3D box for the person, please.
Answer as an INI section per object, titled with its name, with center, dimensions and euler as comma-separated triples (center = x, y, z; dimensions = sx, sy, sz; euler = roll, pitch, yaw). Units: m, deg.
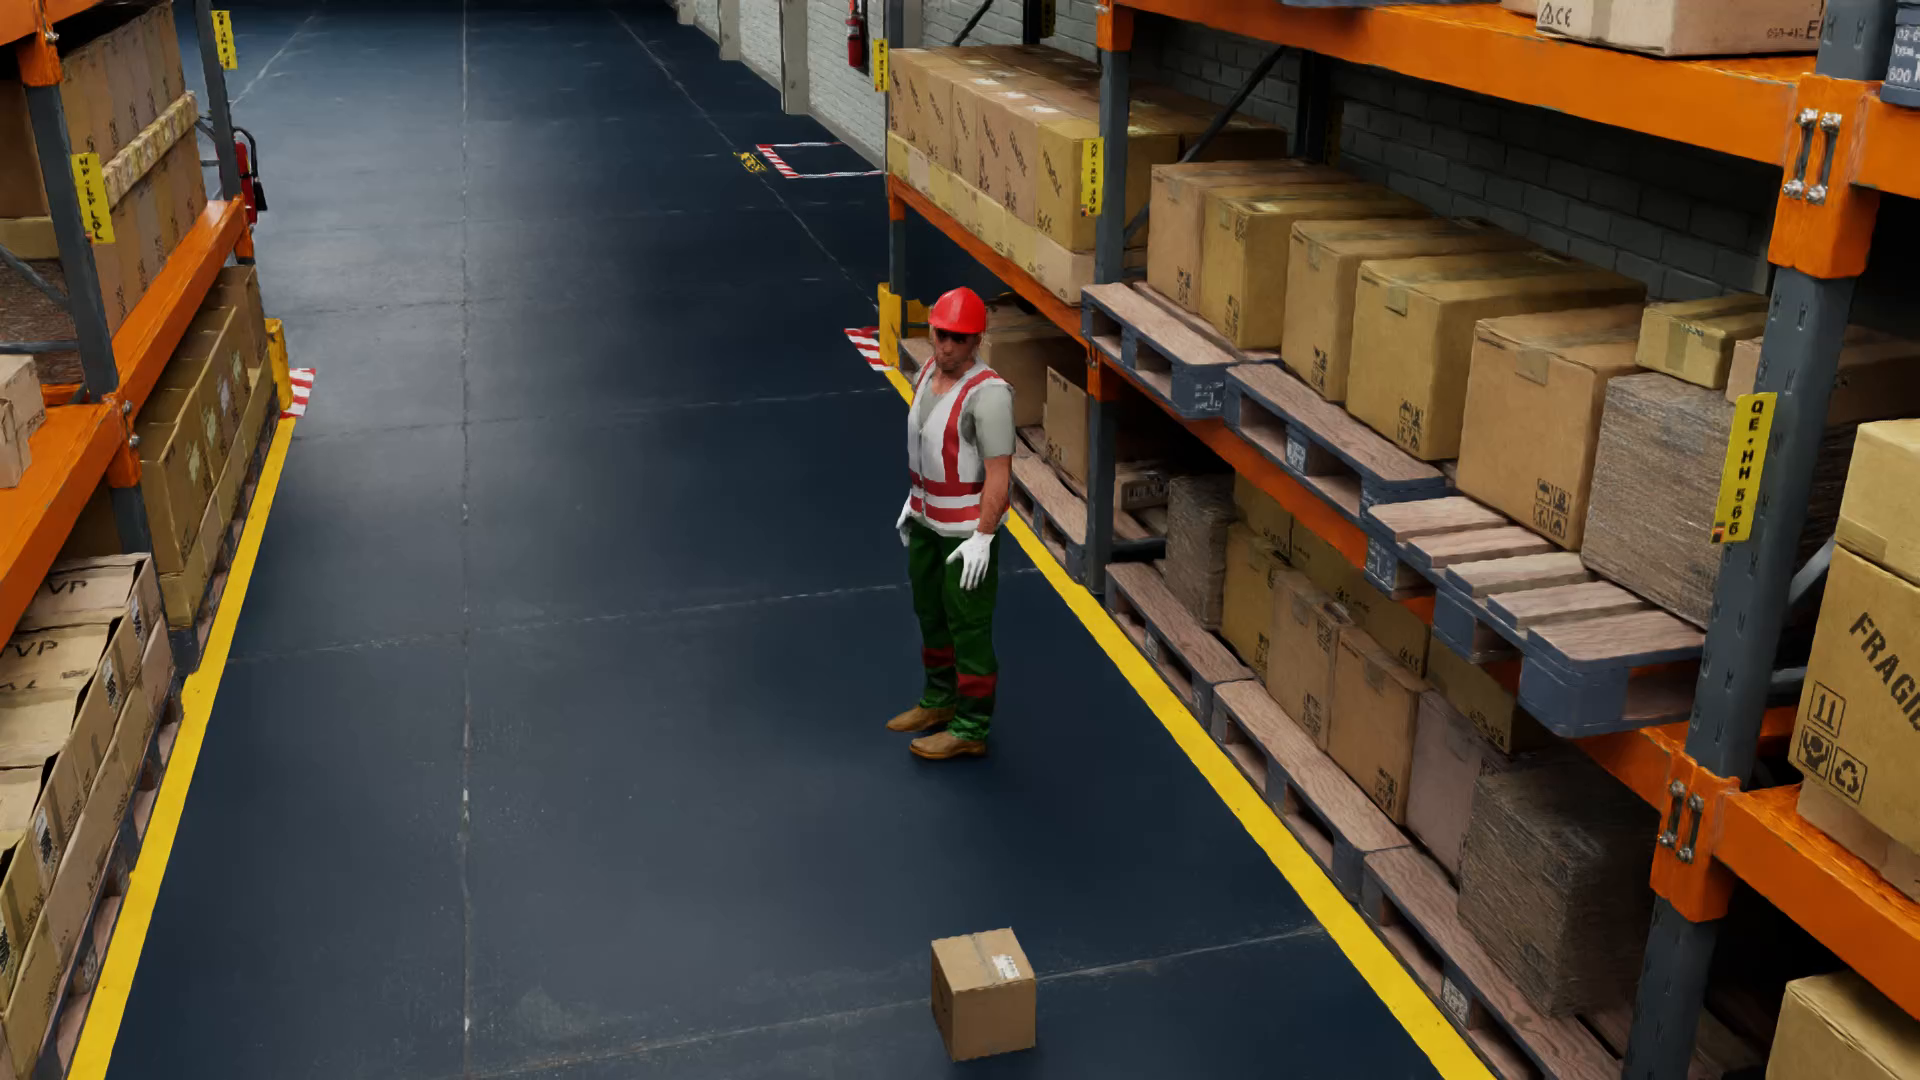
[person]
center = -0.039, -0.032, 6.136
dimensions = 0.405, 1.832, 0.594
euler = -14, 27, -30
